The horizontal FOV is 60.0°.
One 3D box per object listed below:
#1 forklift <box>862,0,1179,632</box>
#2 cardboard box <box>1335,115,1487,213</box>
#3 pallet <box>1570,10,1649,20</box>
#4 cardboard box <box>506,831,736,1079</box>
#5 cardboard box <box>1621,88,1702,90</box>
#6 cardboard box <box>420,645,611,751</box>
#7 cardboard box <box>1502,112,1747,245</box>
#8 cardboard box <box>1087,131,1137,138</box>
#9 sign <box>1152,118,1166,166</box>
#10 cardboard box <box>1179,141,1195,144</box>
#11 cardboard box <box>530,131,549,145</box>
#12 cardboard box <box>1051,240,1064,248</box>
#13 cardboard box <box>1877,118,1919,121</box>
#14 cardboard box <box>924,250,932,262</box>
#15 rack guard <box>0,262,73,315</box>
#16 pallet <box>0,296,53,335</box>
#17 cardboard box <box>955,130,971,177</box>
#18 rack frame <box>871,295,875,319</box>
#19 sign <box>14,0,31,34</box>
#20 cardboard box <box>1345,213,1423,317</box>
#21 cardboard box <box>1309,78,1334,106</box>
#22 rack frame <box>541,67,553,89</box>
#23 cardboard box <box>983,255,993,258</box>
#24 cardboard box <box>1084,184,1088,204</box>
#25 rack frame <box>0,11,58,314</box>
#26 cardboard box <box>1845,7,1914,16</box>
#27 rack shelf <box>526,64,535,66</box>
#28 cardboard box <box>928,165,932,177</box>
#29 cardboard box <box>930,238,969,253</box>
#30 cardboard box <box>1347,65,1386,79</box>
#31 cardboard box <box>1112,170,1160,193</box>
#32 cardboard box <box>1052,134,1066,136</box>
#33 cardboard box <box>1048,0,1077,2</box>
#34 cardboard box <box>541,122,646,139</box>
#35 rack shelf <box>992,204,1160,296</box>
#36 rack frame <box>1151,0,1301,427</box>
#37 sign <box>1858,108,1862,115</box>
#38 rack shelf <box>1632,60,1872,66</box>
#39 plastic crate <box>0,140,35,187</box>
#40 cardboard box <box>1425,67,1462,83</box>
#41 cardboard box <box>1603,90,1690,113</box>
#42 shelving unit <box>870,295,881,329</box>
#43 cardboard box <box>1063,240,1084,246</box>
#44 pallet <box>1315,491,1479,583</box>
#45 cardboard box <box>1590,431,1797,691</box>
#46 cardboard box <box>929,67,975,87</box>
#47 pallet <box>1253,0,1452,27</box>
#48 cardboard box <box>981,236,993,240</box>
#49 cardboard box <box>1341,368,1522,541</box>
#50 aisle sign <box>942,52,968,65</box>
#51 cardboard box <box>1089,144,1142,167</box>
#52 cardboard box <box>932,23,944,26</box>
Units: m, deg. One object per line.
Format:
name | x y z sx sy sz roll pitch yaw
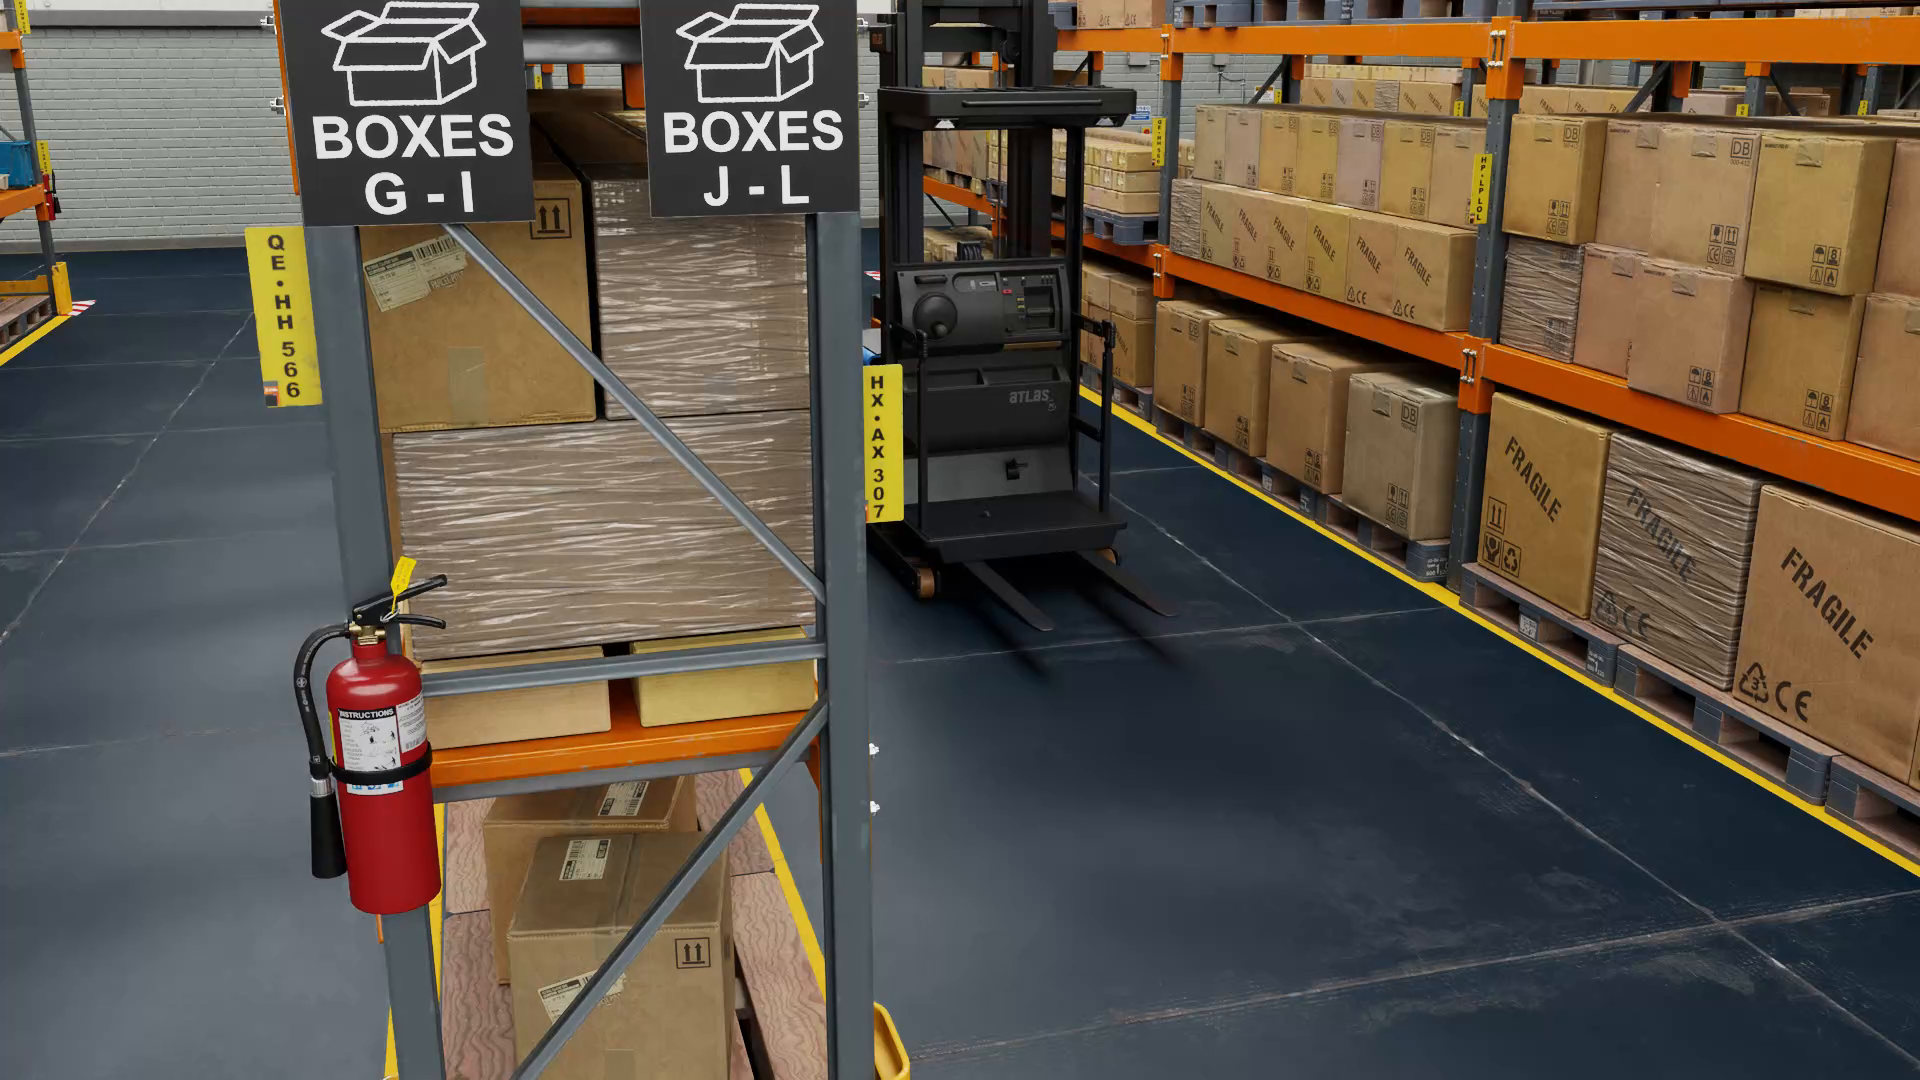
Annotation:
forklift | 0.198 -1.233 8.463 1.130 2.935 3.031 -5 18 -18
cardboard box | 2.587 -2.152 9.491 0.700 0.500 0.500 -5 17 -15
pallet | 6.105 -4.562 14.538 1.003 0.211 1.213 -4 17 -13
cardboard box | -0.842 1.086 4.238 0.500 0.500 0.500 -1 17 -5
cardboard box | 6.335 -3.836 15.095 0.500 0.500 0.500 -4 17 -14
cardboard box | -0.963 0.322 3.604 0.380 0.149 0.250 -5 17 -15
cardboard box | 3.079 -1.691 7.730 0.875 0.550 0.550 -5 17 -15
cardboard box | 1.327 -3.471 14.467 0.380 0.149 0.250 -5 17 -15
sign | 1.392 -2.784 11.632 0.100 0.325 0.005 -5 17 -15
cardboard box | 1.759 -3.038 13.023 0.380 0.149 0.250 -5 18 -18
cardboard box | -1.483 -0.953 4.982 0.500 0.500 0.500 -5 17 -15
cardboard box | 0.761 -2.557 15.063 0.500 0.250 0.500 -5 18 -18
cardboard box | 7.188 -2.878 12.398 0.500 0.500 0.500 -5 17 -16
cardboard box | -0.250 -3.119 18.328 0.380 0.149 0.250 -4 17 -14
rack guard | -9.865 -2.579 17.168 1.175 0.500 0.348 -5 17 -15
pallet | -9.657 -2.204 16.421 1.003 0.211 1.213 -5 17 -15
cardboard box | 0.266 -3.865 16.414 0.500 0.500 0.500 -5 17 -17
rack frame | -0.441 -0.957 10.551 0.240 1.200 0.015 -5 18 -18
sign | -9.321 -5.205 16.533 0.100 0.325 0.005 -5 17 -15
cardboard box | 2.472 -1.518 9.116 0.500 0.500 0.500 -5 17 -16
cardboard box | 4.452 -5.174 19.552 0.500 0.500 0.500 -5 17 -17
rack frame | -3.984 -3.055 14.410 1.000 3.000 0.127 -5 17 -15
cardboard box | 0.281 -2.754 16.597 0.380 0.149 0.250 -5 17 -16
cardboard box | 1.132 -2.703 12.944 0.380 0.149 0.250 -5 17 -16
rack frame | -9.846 -3.770 16.789 1.000 3.000 0.127 -5 17 -15
cardboard box | 6.894 -3.954 12.013 0.700 0.500 0.500 -5 17 -15
rack shelf | -4.534 -4.701 15.923 1.077 0.370 4.000 -5 17 -15
cardboard box | -0.127 -4.007 18.013 0.380 0.149 0.250 -5 17 -16
cardboard box | -0.117 -3.189 18.045 0.380 0.149 0.250 -4 17 -13
cardboard box | 4.619 -5.303 18.852 0.380 0.149 0.250 -5 17 -15
cardboard box | 1.338 -2.637 12.207 0.380 0.149 0.250 -4 17 -14
cardboard box | 0.766 -3.352 14.070 0.380 0.149 0.250 -5 17 -16
cardboard box | 1.111 -4.669 13.658 0.797 0.503 0.637 -5 17 -16
cardboard box | -1.122 -1.132 5.579 0.500 0.500 0.500 -5 17 -15
rack shelf | 1.362 -2.522 13.884 1.077 0.370 4.000 -5 17 -15
rack frame | 1.912 -2.313 11.939 1.000 3.000 0.127 -5 17 -15
sign | 7.162 -3.295 13.331 0.100 0.325 0.005 -5 17 -15
rack shelf | 9.766 -5.878 19.841 1.077 0.370 4.000 -5 17 -15
plastic crate | -9.574 -3.738 16.517 0.616 0.435 0.499 -5 17 -15
cardboard box | 5.126 -4.888 17.470 0.380 0.149 0.250 -5 17 -15
cardboard box | 5.971 -3.661 14.513 0.500 0.500 0.500 -5 17 -15
shelving unit | -0.364 -0.890 10.330 0.258 1.200 0.503 -5 18 -18
cardboard box | 1.260 -2.597 15.194 0.500 0.250 0.500 -5 17 -17
pallet | 2.726 -0.079 9.347 1.003 0.211 1.213 -5 17 -15
cardboard box | 3.368 0.038 7.074 0.875 0.875 0.875 -5 17 -15
cardboard box | -0.009 -4.625 17.205 0.500 0.500 0.500 -5 18 -17
pallet | 2.450 -3.176 9.926 1.003 0.211 1.213 -4 17 -13
cardboard box | 0.447 -3.238 18.209 0.380 0.149 0.250 -4 17 -13
cardboard box | 2.754 -0.495 9.066 1.050 0.750 0.750 -5 17 -16
aisle sign | -0.018 -5.815 19.078 0.394 0.787 0.004 -5 17 -15
cardboard box | 1.197 -2.920 12.632 0.380 0.149 0.250 -4 17 -14
cardboard box | 0.017 -5.315 16.980 0.500 0.250 0.500 -5 17 -16
